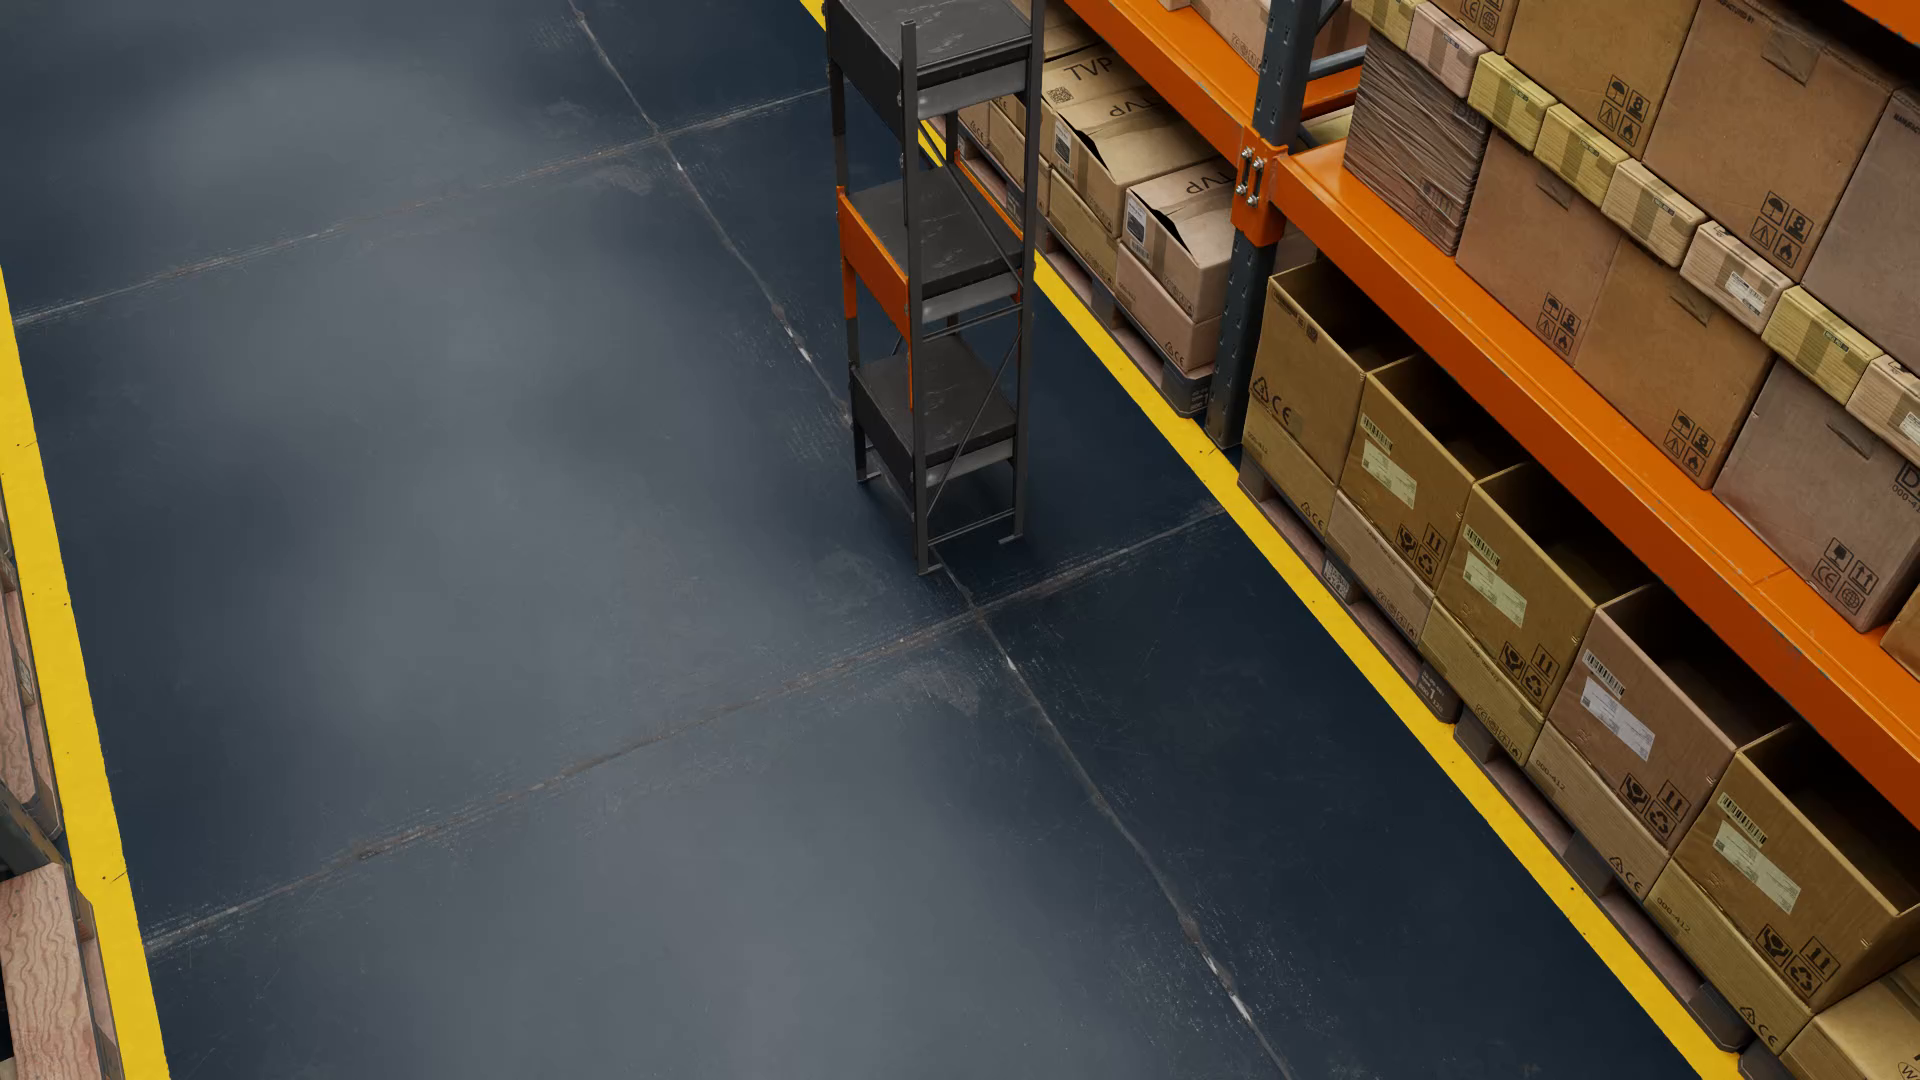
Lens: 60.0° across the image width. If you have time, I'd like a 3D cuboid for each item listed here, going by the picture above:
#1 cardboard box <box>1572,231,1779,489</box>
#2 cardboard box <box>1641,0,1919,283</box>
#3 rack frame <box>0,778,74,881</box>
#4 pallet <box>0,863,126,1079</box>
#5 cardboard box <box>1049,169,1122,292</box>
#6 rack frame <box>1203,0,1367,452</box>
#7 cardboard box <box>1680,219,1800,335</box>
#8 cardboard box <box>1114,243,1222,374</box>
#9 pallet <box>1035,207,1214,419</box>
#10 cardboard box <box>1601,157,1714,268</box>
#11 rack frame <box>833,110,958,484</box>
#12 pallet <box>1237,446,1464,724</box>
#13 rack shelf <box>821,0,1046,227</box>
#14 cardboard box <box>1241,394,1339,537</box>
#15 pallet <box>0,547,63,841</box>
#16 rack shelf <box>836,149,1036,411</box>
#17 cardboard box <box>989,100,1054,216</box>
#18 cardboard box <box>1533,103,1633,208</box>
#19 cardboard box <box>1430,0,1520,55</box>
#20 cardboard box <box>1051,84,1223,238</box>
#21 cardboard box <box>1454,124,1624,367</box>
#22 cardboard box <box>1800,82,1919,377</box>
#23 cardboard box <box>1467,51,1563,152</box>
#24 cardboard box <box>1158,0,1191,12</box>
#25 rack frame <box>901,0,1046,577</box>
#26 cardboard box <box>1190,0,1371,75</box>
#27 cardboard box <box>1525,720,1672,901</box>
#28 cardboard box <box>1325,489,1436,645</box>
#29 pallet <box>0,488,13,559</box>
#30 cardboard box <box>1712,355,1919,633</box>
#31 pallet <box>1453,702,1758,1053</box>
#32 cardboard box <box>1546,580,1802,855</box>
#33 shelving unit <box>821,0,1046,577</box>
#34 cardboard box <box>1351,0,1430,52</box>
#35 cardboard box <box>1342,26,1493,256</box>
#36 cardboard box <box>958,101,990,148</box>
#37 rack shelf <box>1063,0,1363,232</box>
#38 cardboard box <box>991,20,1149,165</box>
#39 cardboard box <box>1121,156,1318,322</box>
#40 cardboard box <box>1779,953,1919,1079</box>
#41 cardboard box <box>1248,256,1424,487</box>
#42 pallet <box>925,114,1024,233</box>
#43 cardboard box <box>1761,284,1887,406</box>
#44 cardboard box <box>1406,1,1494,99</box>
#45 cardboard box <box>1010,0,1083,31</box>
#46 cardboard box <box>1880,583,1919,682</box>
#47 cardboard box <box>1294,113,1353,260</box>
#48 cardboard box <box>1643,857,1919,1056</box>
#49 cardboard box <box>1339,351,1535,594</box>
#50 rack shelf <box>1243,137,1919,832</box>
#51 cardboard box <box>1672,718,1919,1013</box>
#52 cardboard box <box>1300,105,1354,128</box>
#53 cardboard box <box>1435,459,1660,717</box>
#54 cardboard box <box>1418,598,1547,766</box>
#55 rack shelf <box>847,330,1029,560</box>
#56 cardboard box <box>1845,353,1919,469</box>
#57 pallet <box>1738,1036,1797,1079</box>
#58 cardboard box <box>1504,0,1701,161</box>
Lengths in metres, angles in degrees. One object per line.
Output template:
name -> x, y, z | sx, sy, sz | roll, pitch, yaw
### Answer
cardboard box -> 2.046, -0.569, 4.188 | 0.700, 0.500, 0.500 | -20, 52, -17
cardboard box -> 2.034, -1.010, 3.713 | 0.700, 0.500, 0.500 | -21, 52, -18
rack frame -> -3.039, 0.190, 3.591 | 1.000, 3.000, 0.127 | -21, 52, -18
pallet -> -2.700, 1.546, 4.258 | 1.003, 0.211, 1.213 | -21, 52, -18
cardboard box -> 0.687, -1.268, 6.414 | 0.500, 0.250, 0.500 | -22, 52, -18
rack frame -> 1.364, -1.518, 5.085 | 1.000, 3.000, 0.127 | -21, 52, -18
cardboard box -> 1.908, -0.657, 3.835 | 0.380, 0.149, 0.250 | -23, 53, -19
cardboard box -> 0.917, -0.929, 6.118 | 0.500, 0.250, 0.500 | -22, 52, -18
pallet -> 0.992, -1.080, 6.554 | 1.003, 0.211, 1.213 | -21, 52, -18
cardboard box -> 1.783, -0.835, 3.990 | 0.380, 0.149, 0.250 | -23, 53, -19
rack frame -> -0.187, -0.965, 5.199 | 0.400, 2.100, 0.015 | -21, 52, -18
pallet -> 1.691, -0.054, 5.657 | 1.003, 0.211, 1.213 | -21, 52, -18
rack shelf -> -0.076, -1.254, 4.540 | 0.431, 0.518, 0.480 | -21, 52, -18
cardboard box -> 1.307, -0.337, 5.599 | 0.500, 0.250, 0.500 | -21, 52, -18
pallet -> -3.396, 0.588, 5.096 | 1.003, 0.211, 1.213 | -21, 52, -18
rack shelf -> -0.076, -0.793, 5.067 | 0.431, 0.518, 0.480 | -21, 52, -18
cardboard box -> 0.452, -1.611, 6.714 | 0.500, 0.250, 0.500 | -20, 52, -17
cardboard box -> 1.671, -1.003, 4.137 | 0.380, 0.149, 0.250 | -22, 52, -18
cardboard box -> 1.573, -1.684, 4.301 | 0.700, 0.500, 0.500 | -21, 52, -17
cardboard box -> 0.680, -1.454, 6.204 | 0.500, 0.311, 0.500 | -20, 52, -17
cardboard box -> 1.820, -0.906, 4.483 | 0.700, 0.500, 0.500 | -22, 52, -18
cardboard box -> 2.262, -0.676, 3.420 | 0.700, 0.500, 0.500 | -21, 52, -17
cardboard box -> 1.550, -1.178, 4.290 | 0.380, 0.149, 0.250 | -22, 53, -18
cardboard box -> 0.798, -1.999, 5.595 | 0.396, 0.266, 0.258 | -22, 52, -18
rack frame -> 0.036, -0.639, 4.914 | 0.400, 2.100, 0.015 | -21, 52, -18
cardboard box -> 1.100, -1.784, 5.417 | 0.500, 0.250, 0.500 | -18, 51, -15
cardboard box -> 1.989, 0.669, 4.720 | 0.500, 0.250, 0.500 | -21, 52, -18
cardboard box -> 1.531, 0.000, 5.305 | 0.500, 0.250, 0.500 | -21, 52, -18
pallet -> -3.959, -0.230, 5.811 | 1.003, 0.211, 1.213 | -21, 52, -18
cardboard box -> 2.281, -0.226, 3.889 | 0.700, 0.500, 0.500 | -20, 52, -16
pallet -> 2.253, 0.764, 4.942 | 1.003, 0.211, 1.213 | -21, 52, -18
cardboard box -> 1.986, 0.423, 4.437 | 0.500, 0.500, 0.500 | -21, 52, -18
shelving unit -> -0.076, -0.802, 5.057 | 0.431, 2.100, 0.503 | -21, 52, -18
cardboard box -> 1.315, -1.518, 4.588 | 0.380, 0.149, 0.250 | -21, 52, -18
cardboard box -> 1.573, -1.257, 4.790 | 0.700, 0.500, 0.500 | -22, 53, -18
cardboard box -> 0.221, -1.952, 7.012 | 0.500, 0.250, 0.500 | -20, 52, -17
rack shelf -> 0.449, -2.620, 6.527 | 1.077, 0.370, 4.000 | -21, 52, -18
cardboard box -> 0.454, -1.789, 6.497 | 0.500, 0.311, 0.500 | -21, 52, -18
cardboard box -> 0.924, -1.108, 5.902 | 0.500, 0.311, 0.500 | -21, 52, -18
cardboard box -> 2.447, 1.338, 4.135 | 0.500, 0.250, 0.500 | -21, 52, -18
cardboard box -> 1.298, -0.580, 5.314 | 0.500, 0.500, 0.500 | -21, 52, -18
pallet -> 0.430, -1.898, 7.269 | 1.003, 0.211, 1.213 | -21, 52, -18
cardboard box -> 2.027, -0.483, 3.682 | 0.380, 0.149, 0.250 | -22, 52, -18
cardboard box -> 1.430, -1.350, 4.441 | 0.380, 0.149, 0.250 | -20, 52, -17
cardboard box -> 0.227, -2.127, 6.793 | 0.500, 0.311, 0.500 | -22, 52, -18
cardboard box -> 2.526, 0.125, 3.582 | 0.700, 0.500, 0.500 | -21, 52, -17
cardboard box -> 1.396, -1.298, 6.068 | 0.500, 0.311, 0.500 | -21, 52, -17
cardboard box -> 2.217, 1.004, 4.427 | 0.500, 0.250, 0.500 | -21, 52, -18
cardboard box -> 1.534, -0.248, 5.024 | 0.500, 0.500, 0.500 | -21, 52, -18
rack shelf -> 2.279, 0.057, 4.185 | 1.077, 0.370, 4.000 | -21, 52, -18
cardboard box -> 2.214, 0.758, 4.144 | 0.500, 0.500, 0.500 | -21, 52, -18
cardboard box -> 1.172, -1.635, 6.363 | 0.500, 0.311, 0.500 | -22, 52, -18
cardboard box -> 1.756, 0.089, 4.729 | 0.500, 0.500, 0.500 | -21, 52, -18
cardboard box -> 1.755, 0.336, 5.011 | 0.500, 0.250, 0.500 | -21, 52, -18
rack shelf -> -0.076, -0.332, 5.594 | 0.431, 0.518, 0.480 | -21, 52, -18
cardboard box -> 2.139, -0.315, 3.536 | 0.380, 0.149, 0.250 | -22, 52, -18
pallet -> 2.807, 1.579, 4.228 | 1.003, 0.211, 1.213 | -21, 52, -18
cardboard box -> 1.805, -1.346, 4.006 | 0.700, 0.500, 0.500 | -21, 52, -18
